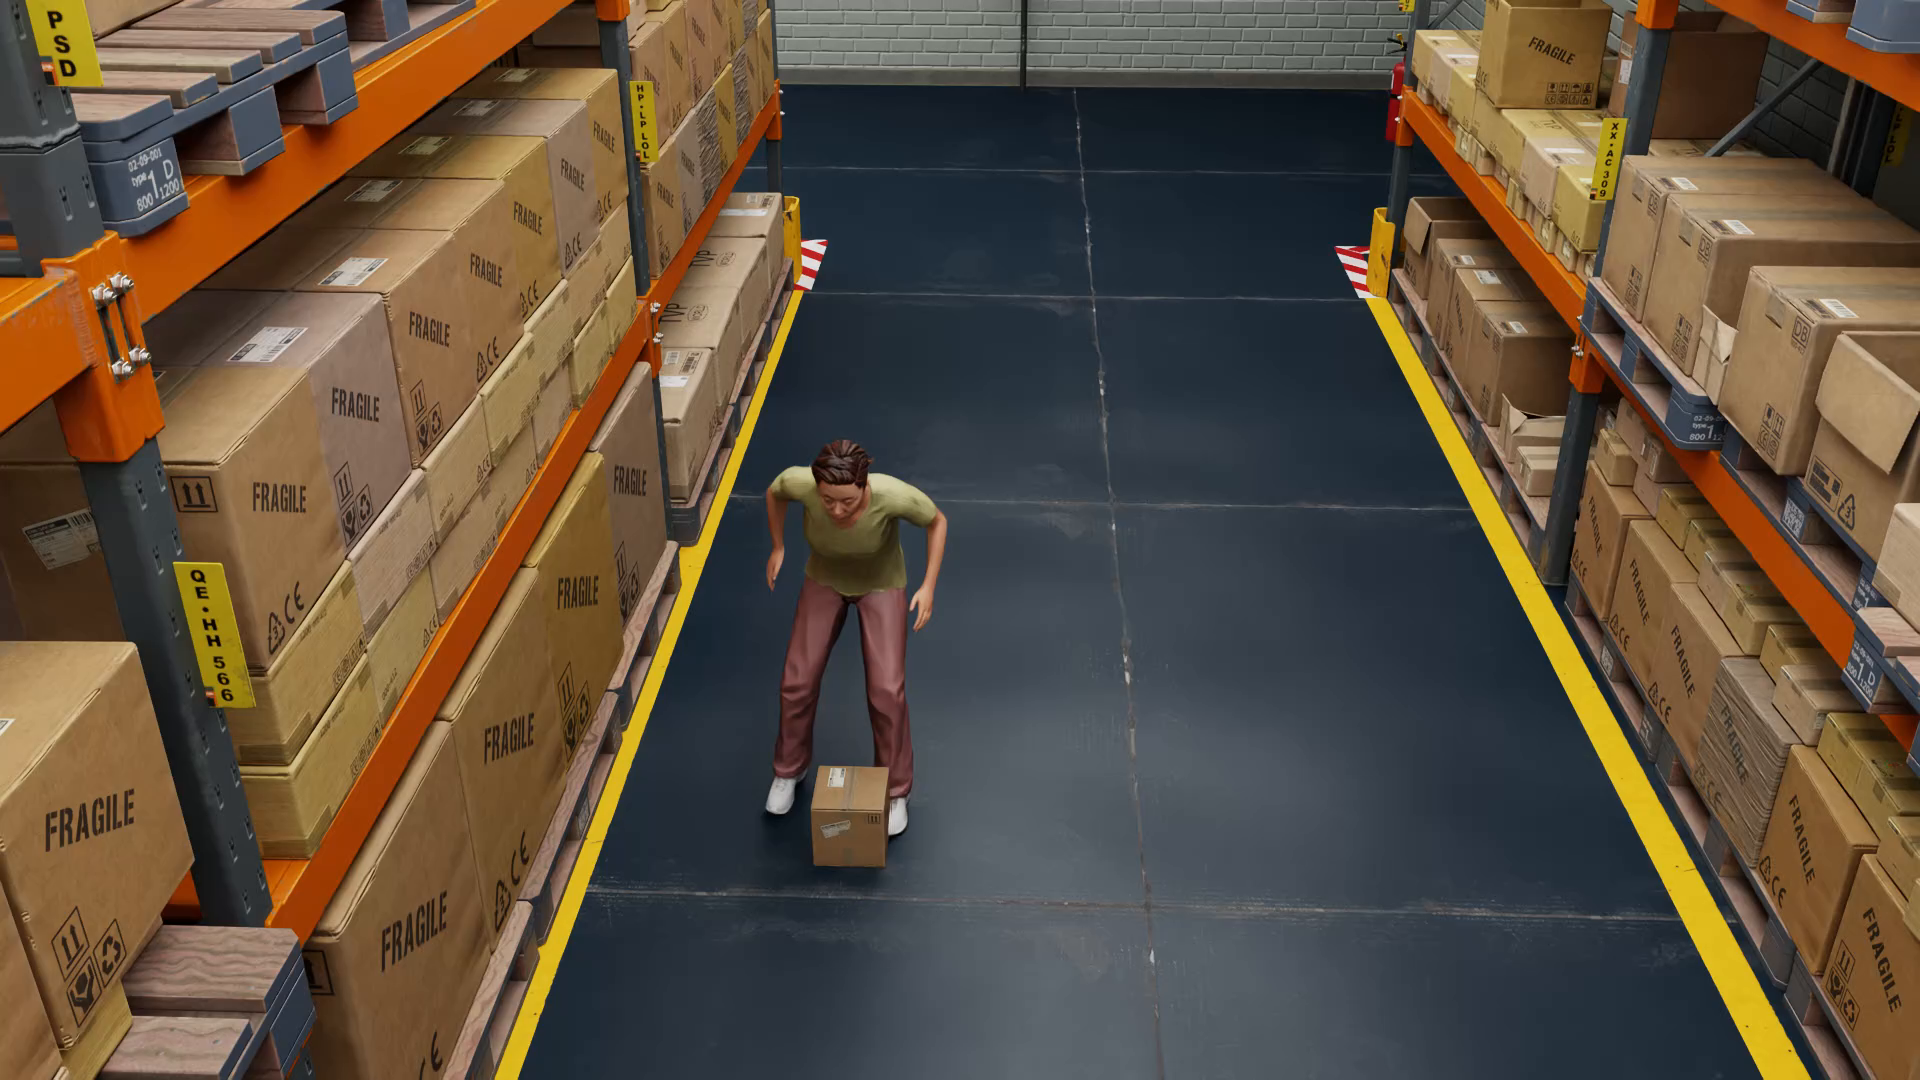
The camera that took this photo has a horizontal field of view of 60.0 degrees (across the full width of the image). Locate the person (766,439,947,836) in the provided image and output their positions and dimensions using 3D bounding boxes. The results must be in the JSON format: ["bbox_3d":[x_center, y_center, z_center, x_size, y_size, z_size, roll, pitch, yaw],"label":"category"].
[{"bbox_3d":[-0.382,0.266,5.802,0.652,1.511,0.607,4,28,7],"label":"person"}]
